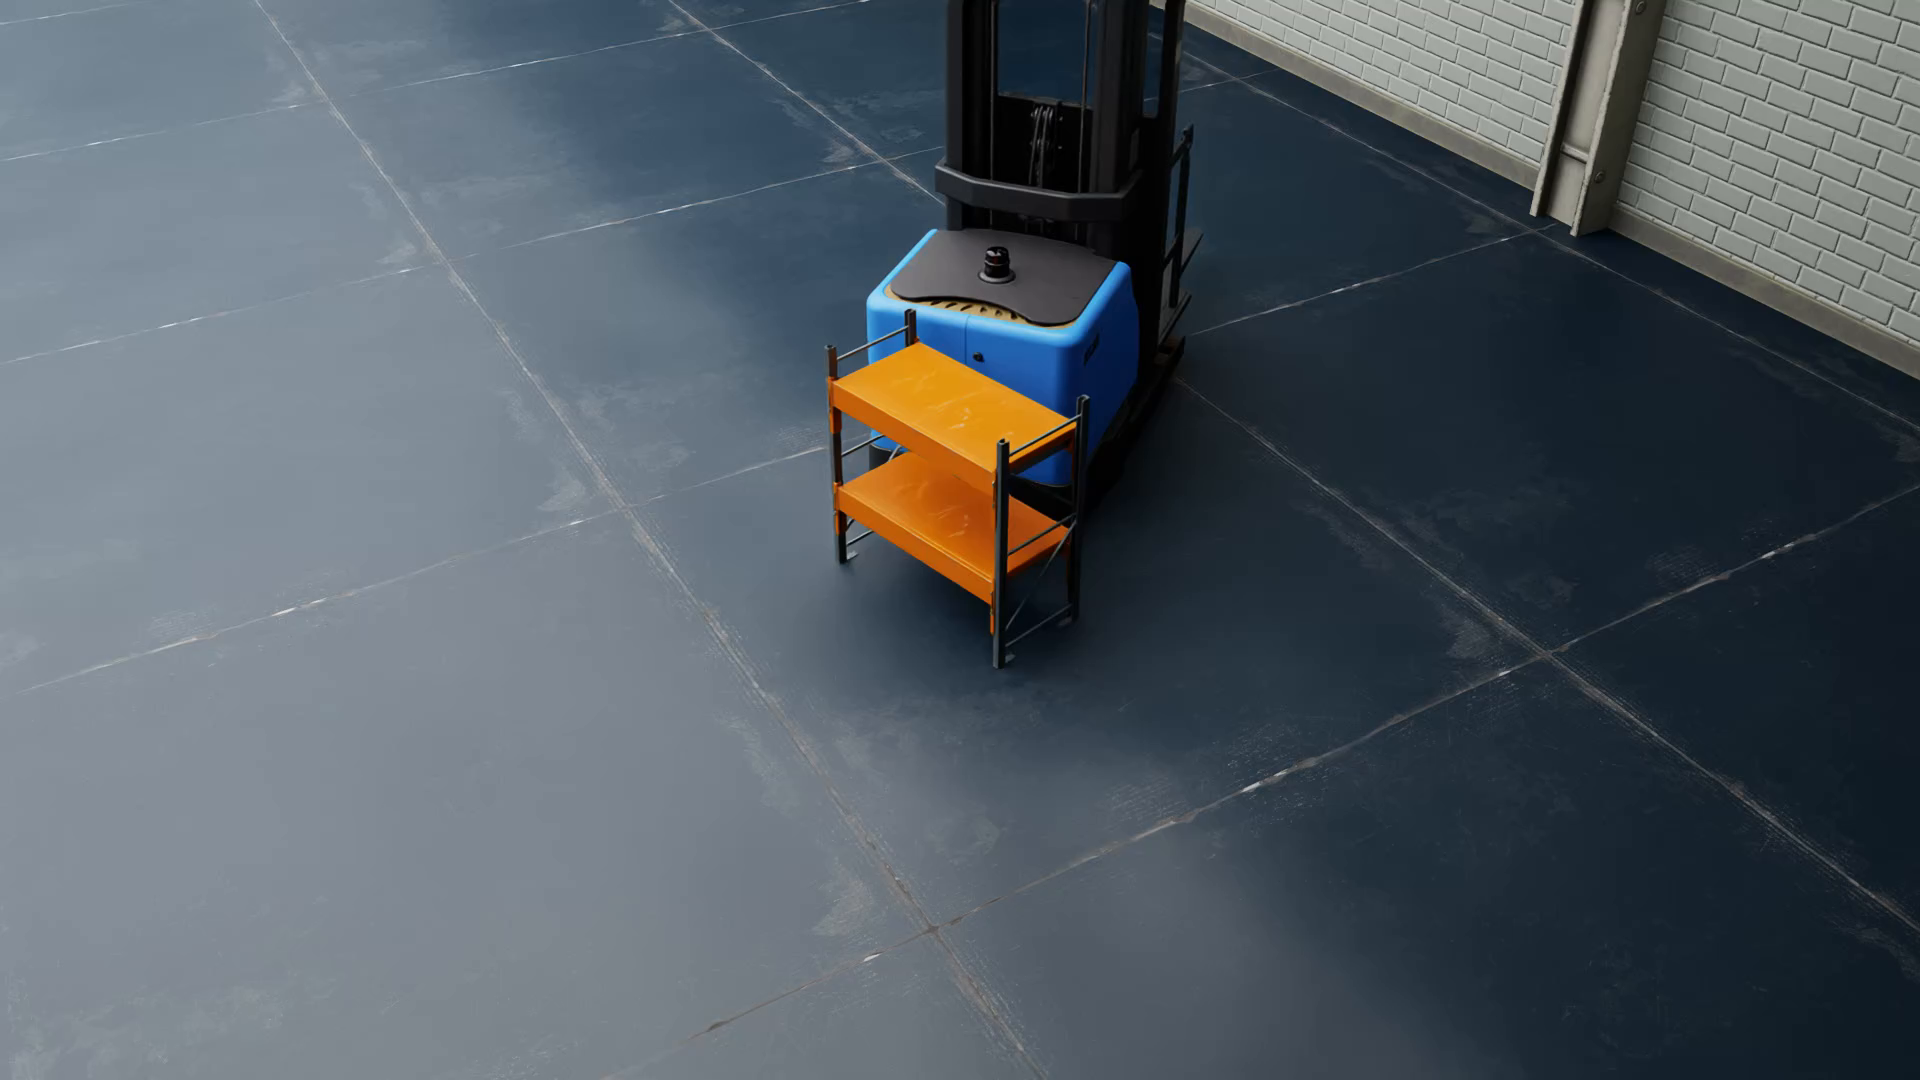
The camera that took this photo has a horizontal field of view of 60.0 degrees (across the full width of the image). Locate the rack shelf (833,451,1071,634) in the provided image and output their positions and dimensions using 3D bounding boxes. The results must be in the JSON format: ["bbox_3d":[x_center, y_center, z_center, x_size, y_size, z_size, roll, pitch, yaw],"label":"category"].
[{"bbox_3d":[-0.026,-0.035,7.259,0.538,0.278,1.000,-30,46,-34],"label":"rack shelf"}]

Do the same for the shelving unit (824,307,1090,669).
[{"bbox_3d":[-0.026,-0.233,7.115,0.538,1.125,1.048,-30,46,-34],"label":"shelving unit"}]

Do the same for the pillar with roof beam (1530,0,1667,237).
[{"bbox_3d":[0.138,-4.386,6.126,9.100,9.000,0.400,-19,40,-24],"label":"pillar with roof beam"}]

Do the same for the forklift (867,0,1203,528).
[{"bbox_3d":[0.578,-2.099,8.139,1.130,2.935,3.031,13,38,17],"label":"forklift"}]

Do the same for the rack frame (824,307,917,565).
[{"bbox_3d":[-0.380,-0.448,7.409,0.500,1.125,0.032,-30,46,-34],"label":"rack frame"}]

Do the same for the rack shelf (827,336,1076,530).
[{"bbox_3d":[-0.026,-0.469,6.942,0.538,0.278,1.000,-30,46,-34],"label":"rack shelf"}]

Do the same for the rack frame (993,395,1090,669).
[{"bbox_3d":[0.329,-0.018,6.820,0.500,1.125,0.032,-30,46,-34],"label":"rack frame"}]
